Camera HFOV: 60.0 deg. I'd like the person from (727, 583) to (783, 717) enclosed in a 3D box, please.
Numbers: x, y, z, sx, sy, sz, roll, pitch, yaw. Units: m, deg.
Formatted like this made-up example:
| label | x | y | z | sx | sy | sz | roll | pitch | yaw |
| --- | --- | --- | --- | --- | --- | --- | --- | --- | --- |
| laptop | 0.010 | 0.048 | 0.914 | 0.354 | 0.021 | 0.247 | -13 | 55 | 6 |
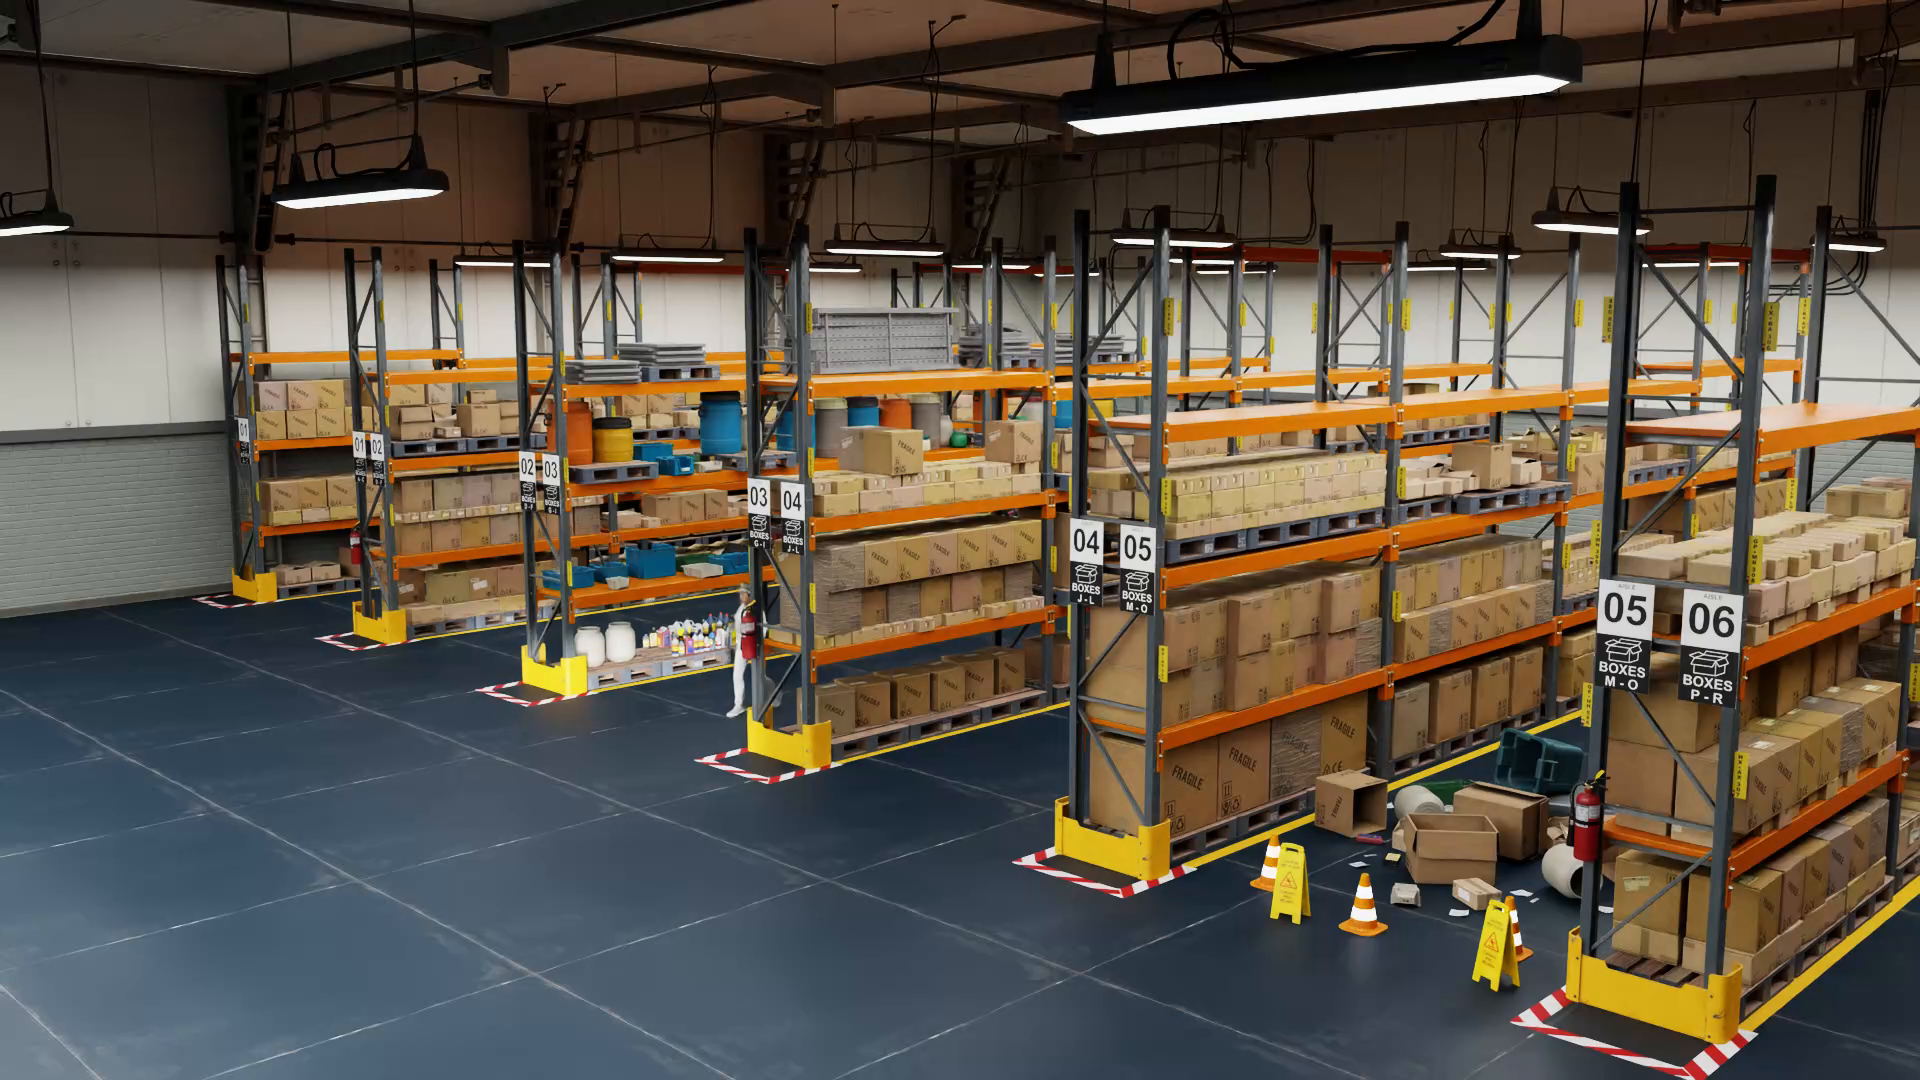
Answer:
| label | x | y | z | sx | sy | sz | roll | pitch | yaw |
| --- | --- | --- | --- | --- | --- | --- | --- | --- | --- |
| person | -2.615 | 1.364 | 21.042 | 0.790 | 1.684 | 0.566 | -8 | 11 | -43 |
